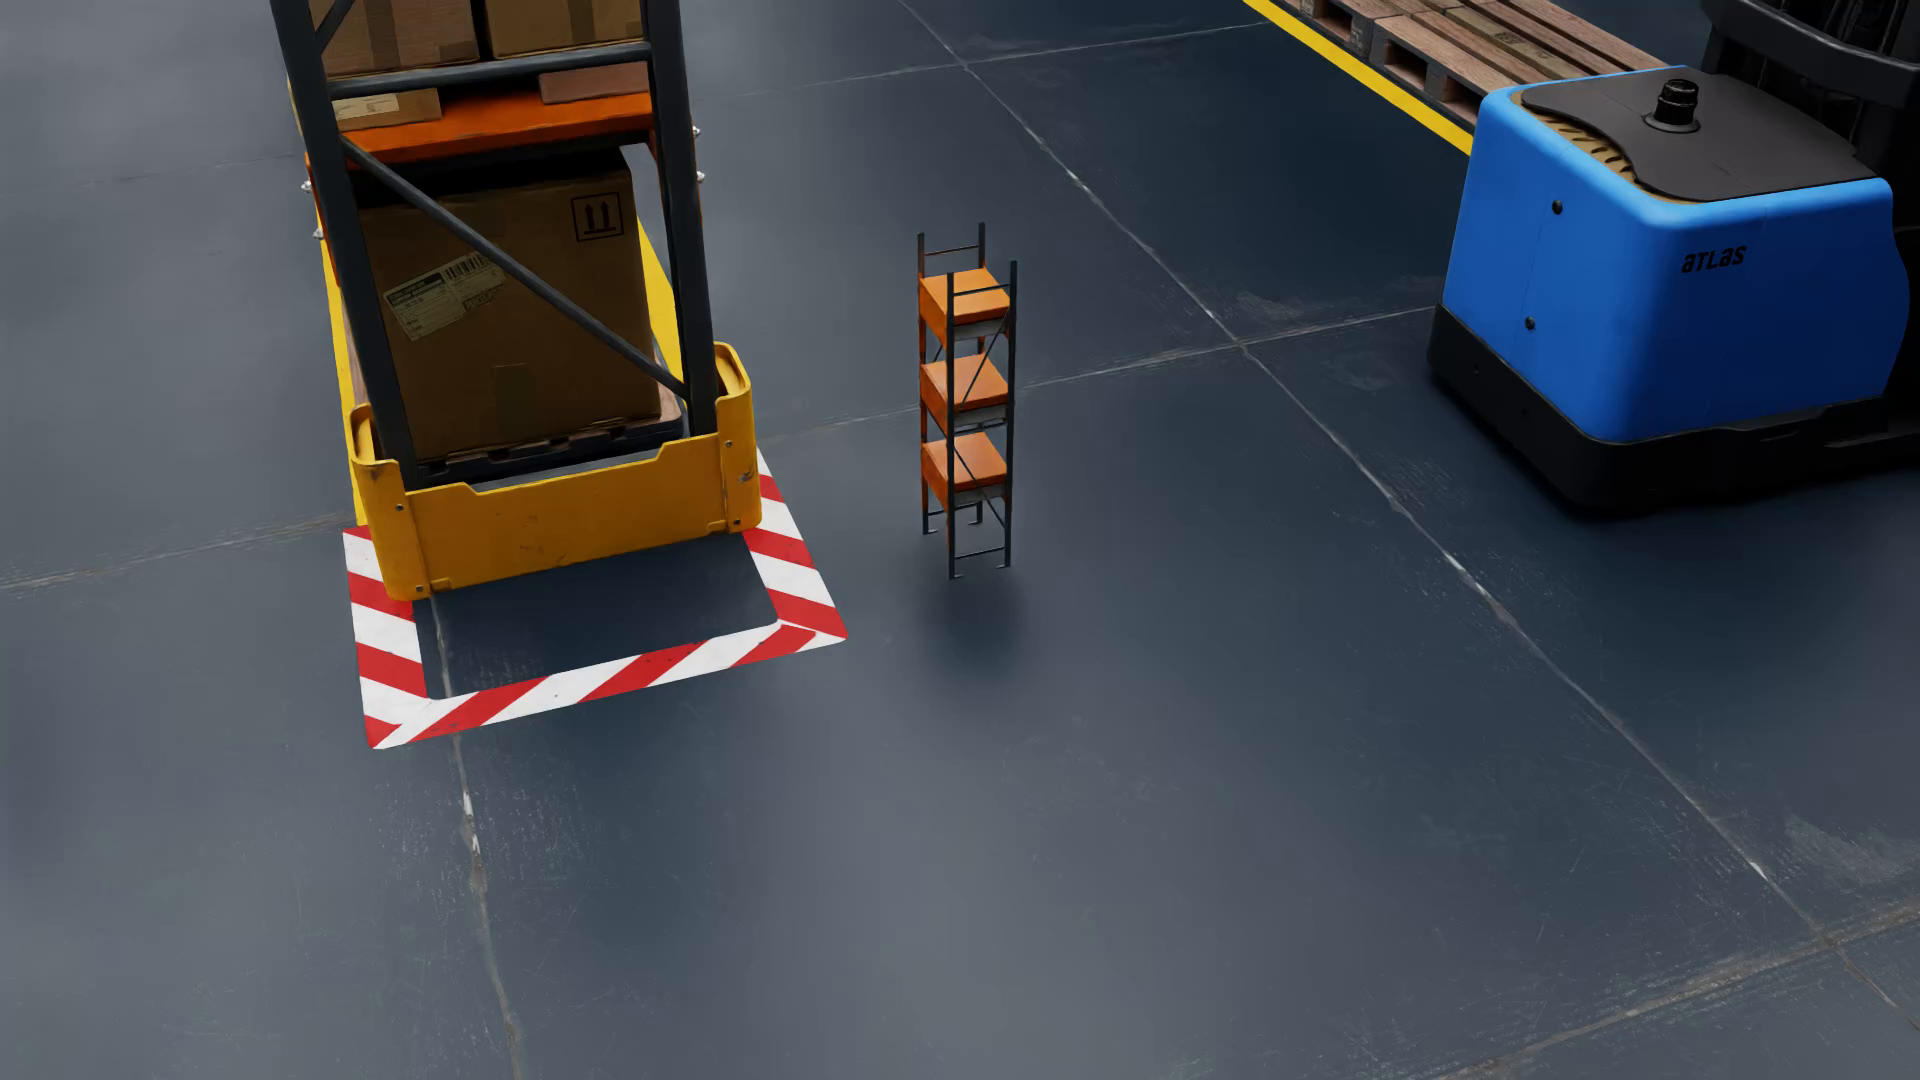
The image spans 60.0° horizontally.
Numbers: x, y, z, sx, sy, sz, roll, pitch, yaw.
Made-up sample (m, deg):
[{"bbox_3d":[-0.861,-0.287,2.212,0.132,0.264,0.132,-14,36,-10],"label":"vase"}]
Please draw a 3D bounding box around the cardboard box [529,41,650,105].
[{"bbox_3d":[-1.045,-1.401,4.825,0.380,0.149,0.250,-12,39,-15],"label":"cardboard box"}]

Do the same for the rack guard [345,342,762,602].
[{"bbox_3d":[-1.224,-0.220,5.127,1.175,0.500,0.348,-12,39,-16],"label":"rack guard"}]

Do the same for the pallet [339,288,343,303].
[{"bbox_3d":[-1.997,-1.242,6.723,1.003,0.211,1.213,-12,39,-16],"label":"pallet"}]

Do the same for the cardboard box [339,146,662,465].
[{"bbox_3d":[-1.528,-0.896,5.364,0.875,0.875,0.875,-12,39,-16],"label":"cardboard box"}]

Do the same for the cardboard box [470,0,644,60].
[{"bbox_3d":[-1.144,-1.618,4.783,0.500,0.250,0.500,-13,39,-17],"label":"cardboard box"}]

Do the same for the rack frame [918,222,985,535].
[{"bbox_3d":[-0.024,-0.458,4.985,0.200,1.050,0.008,-12,39,-16],"label":"rack frame"}]

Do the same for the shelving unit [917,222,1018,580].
[{"bbox_3d":[0.018,-0.389,4.894,0.215,1.050,0.252,-12,39,-16],"label":"shelving unit"}]

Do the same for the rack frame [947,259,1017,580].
[{"bbox_3d":[0.060,-0.320,4.802,0.200,1.050,0.008,-12,39,-16],"label":"rack frame"}]

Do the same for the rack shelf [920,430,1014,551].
[{"bbox_3d":[0.018,-0.159,5.068,0.215,0.259,0.240,-12,39,-16],"label":"rack shelf"}]

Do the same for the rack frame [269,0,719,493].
[{"bbox_3d":[-1.232,-1.232,4.393,1.000,3.000,0.127,-12,39,-16],"label":"rack frame"}]

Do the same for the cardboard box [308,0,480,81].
[{"bbox_3d":[-1.648,-1.510,4.639,0.500,0.250,0.500,-13,39,-17],"label":"cardboard box"}]

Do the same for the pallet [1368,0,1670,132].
[{"bbox_3d":[2.755,-2.306,8.136,1.003,0.211,1.213,-12,39,-16],"label":"pallet"}]

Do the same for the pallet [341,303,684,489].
[{"bbox_3d":[-1.581,-0.554,5.810,1.003,0.211,1.213,-12,39,-16],"label":"pallet"}]

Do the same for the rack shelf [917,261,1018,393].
[{"bbox_3d":[0.018,-0.607,4.730,0.215,0.259,0.240,-12,39,-16],"label":"rack shelf"}]

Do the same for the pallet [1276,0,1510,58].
[{"bbox_3d":[2.331,-2.996,9.052,1.003,0.211,1.213,-12,39,-16],"label":"pallet"}]

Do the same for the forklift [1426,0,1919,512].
[{"bbox_3d":[3.257,-1.765,5.158,3.031,2.935,1.130,-10,38,-13],"label":"forklift"}]

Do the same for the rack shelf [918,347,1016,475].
[{"bbox_3d":[0.018,-0.381,4.900,0.215,0.259,0.240,-12,39,-16],"label":"rack shelf"}]

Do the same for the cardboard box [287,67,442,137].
[{"bbox_3d":[-1.664,-1.265,4.645,0.380,0.149,0.250,-12,39,-15],"label":"cardboard box"}]

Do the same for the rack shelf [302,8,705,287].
[{"bbox_3d":[-1.921,-2.075,6.109,1.077,0.370,4.000,-12,39,-16],"label":"rack shelf"}]
